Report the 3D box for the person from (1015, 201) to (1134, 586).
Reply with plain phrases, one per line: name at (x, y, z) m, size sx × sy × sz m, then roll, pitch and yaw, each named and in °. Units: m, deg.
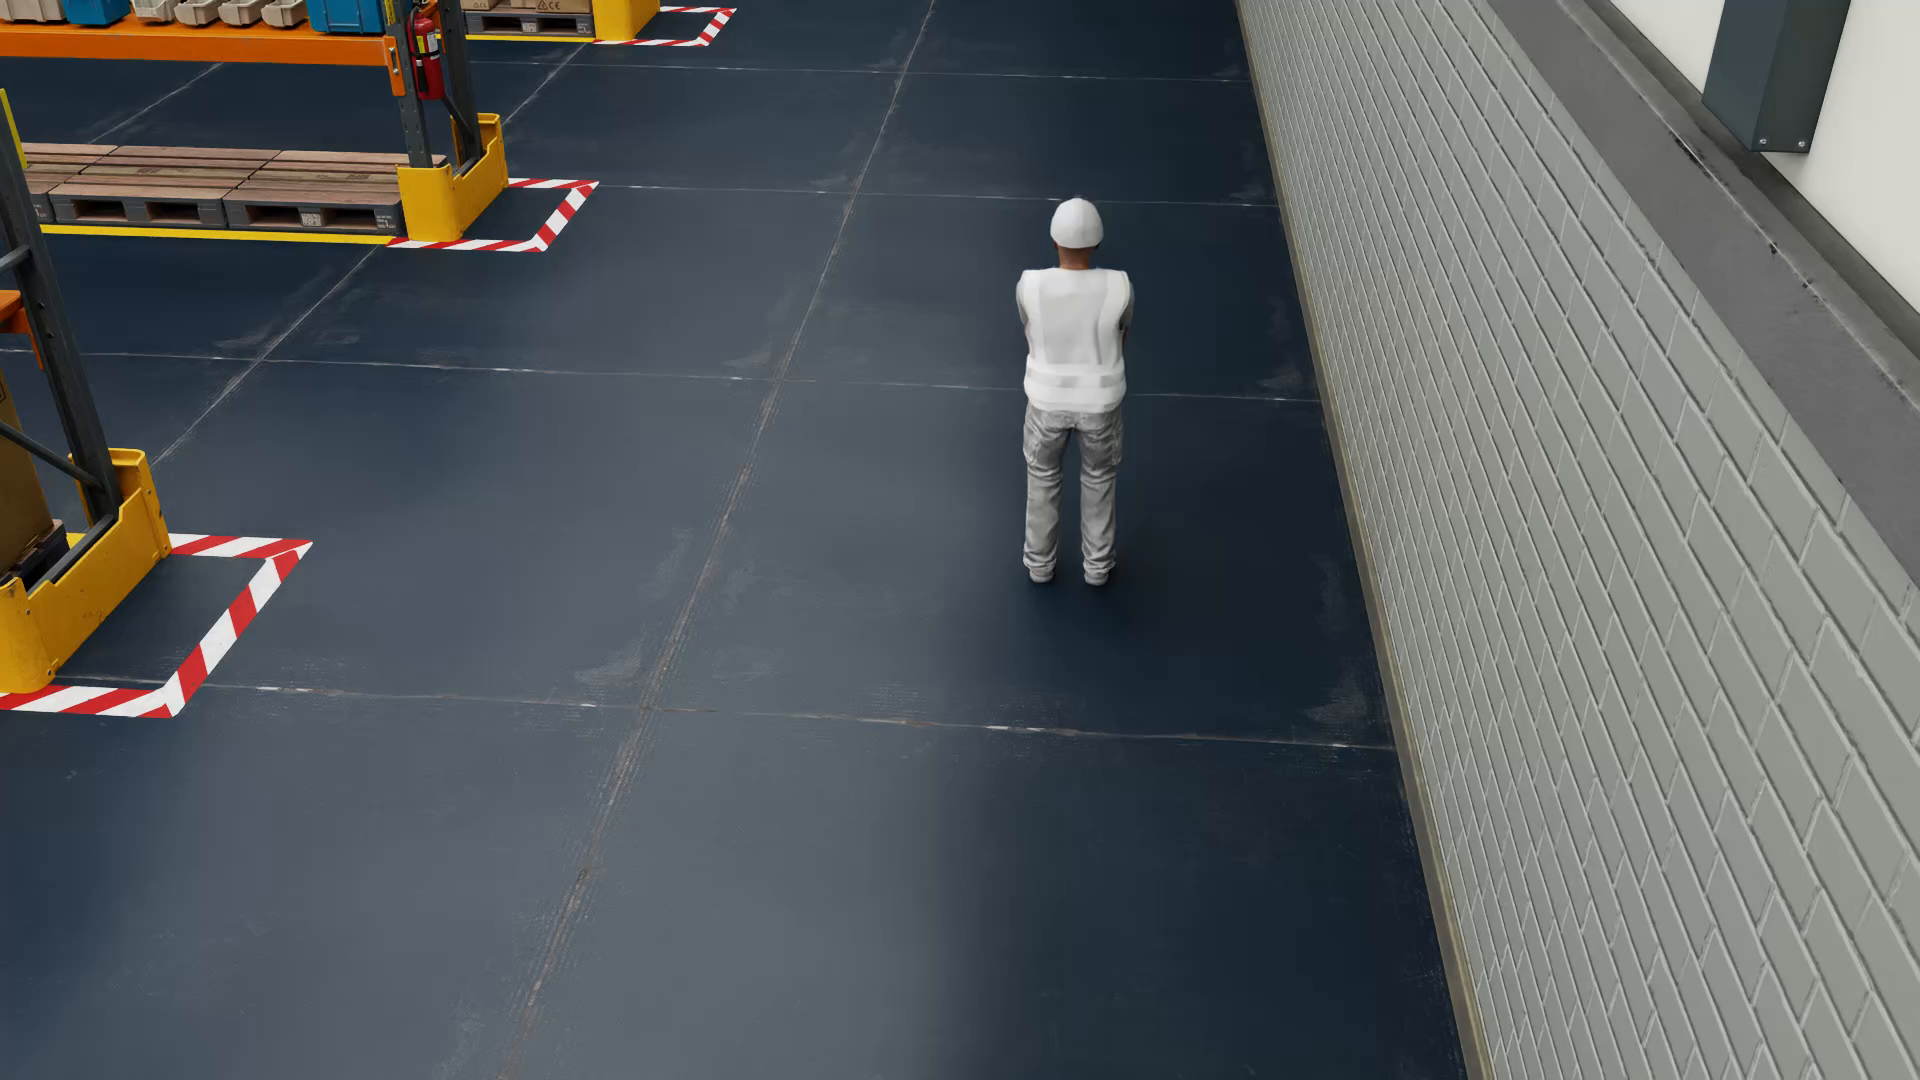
person at (0.485, -0.660, 7.189) m, size 0.488 × 1.779 × 0.571 m, roll 3°, pitch 32°, yaw 5°
